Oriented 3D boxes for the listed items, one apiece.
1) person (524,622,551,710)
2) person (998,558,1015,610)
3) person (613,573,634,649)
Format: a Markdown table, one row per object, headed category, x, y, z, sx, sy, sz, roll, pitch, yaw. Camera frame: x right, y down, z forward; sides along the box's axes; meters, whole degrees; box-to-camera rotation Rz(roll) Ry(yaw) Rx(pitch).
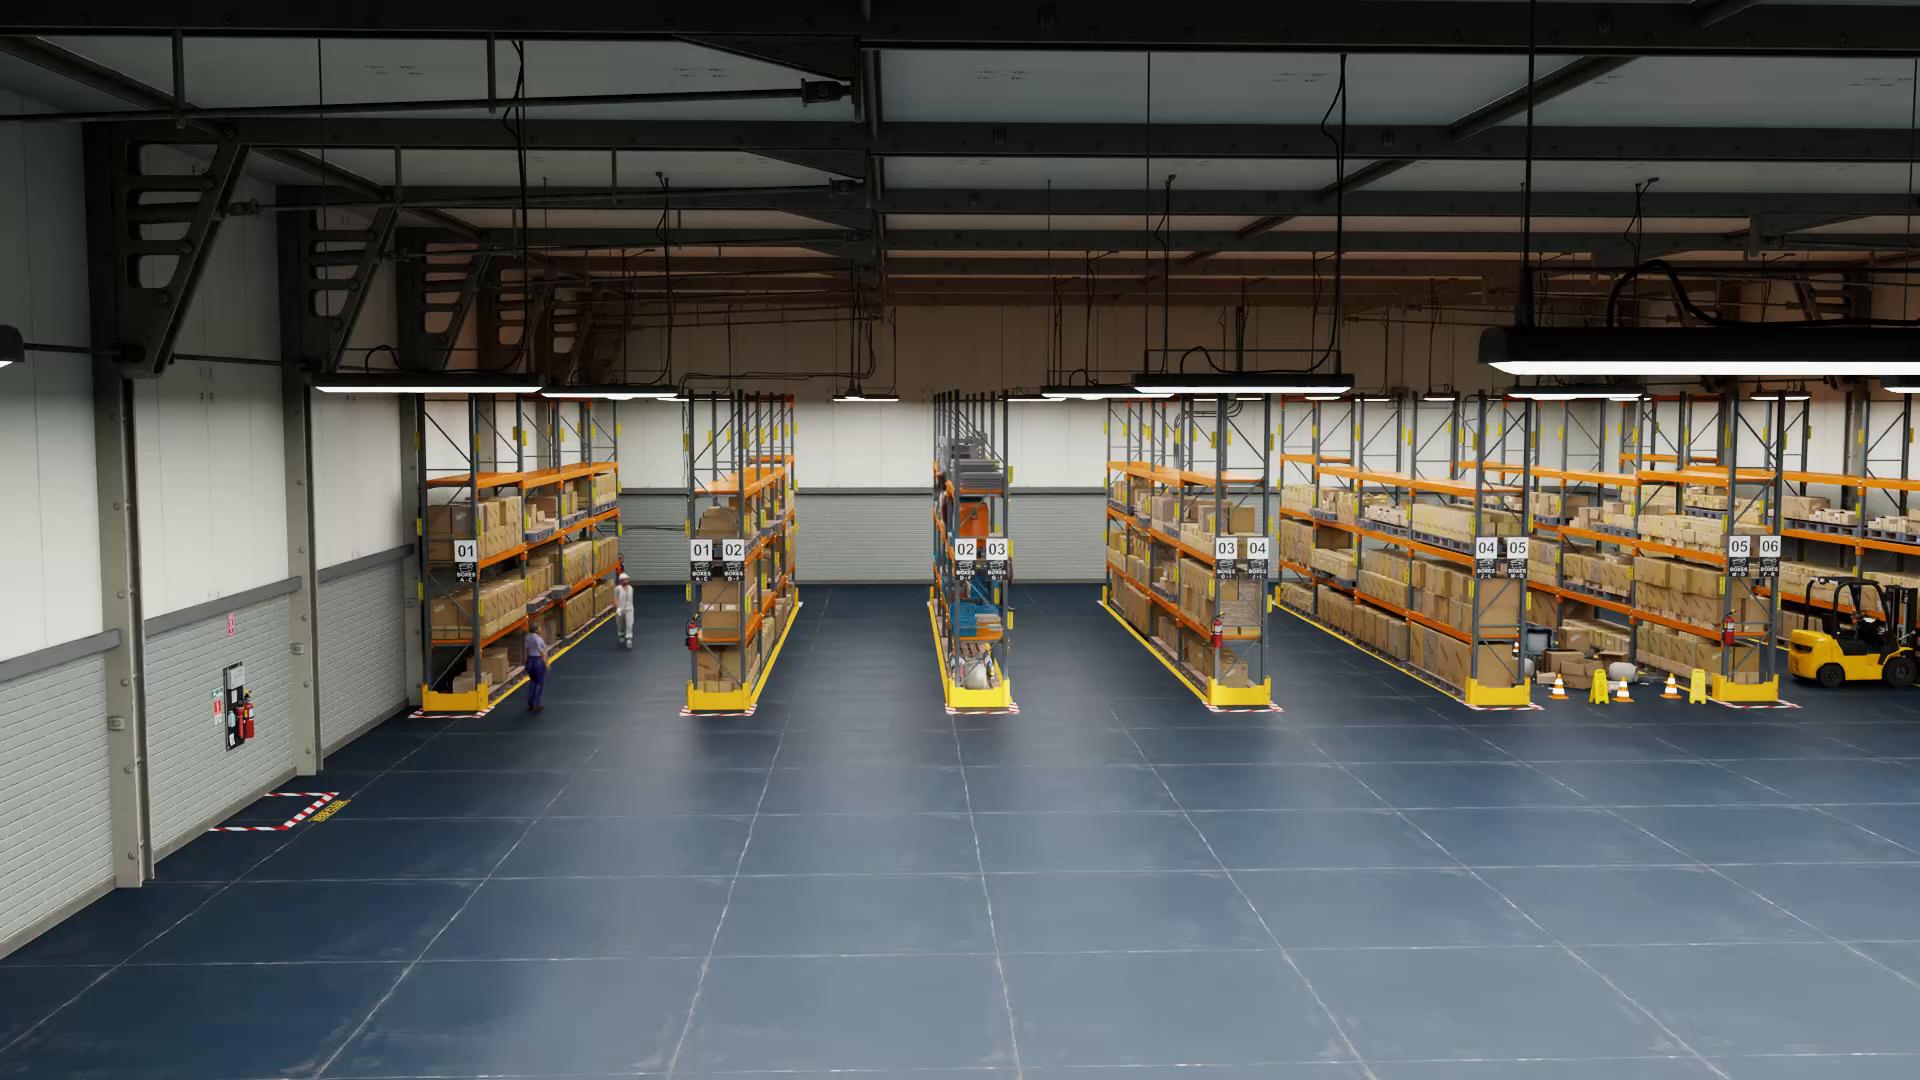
| category | x | y | z | sx | sy | sz | roll | pitch | yaw |
| --- | --- | --- | --- | --- | --- | --- | --- | --- | --- |
| person | -7.917 | 2.373 | 31.145 | 0.514 | 1.692 | 0.461 | 2 | 5 | 21 |
| person | 1.323 | 1.051 | 46.469 | 0.649 | 1.787 | 0.621 | 4 | 6 | 41 |
| person | -7.895 | 1.657 | 39.054 | 0.484 | 1.741 | 1.025 | -1 | 5 | -11 |
